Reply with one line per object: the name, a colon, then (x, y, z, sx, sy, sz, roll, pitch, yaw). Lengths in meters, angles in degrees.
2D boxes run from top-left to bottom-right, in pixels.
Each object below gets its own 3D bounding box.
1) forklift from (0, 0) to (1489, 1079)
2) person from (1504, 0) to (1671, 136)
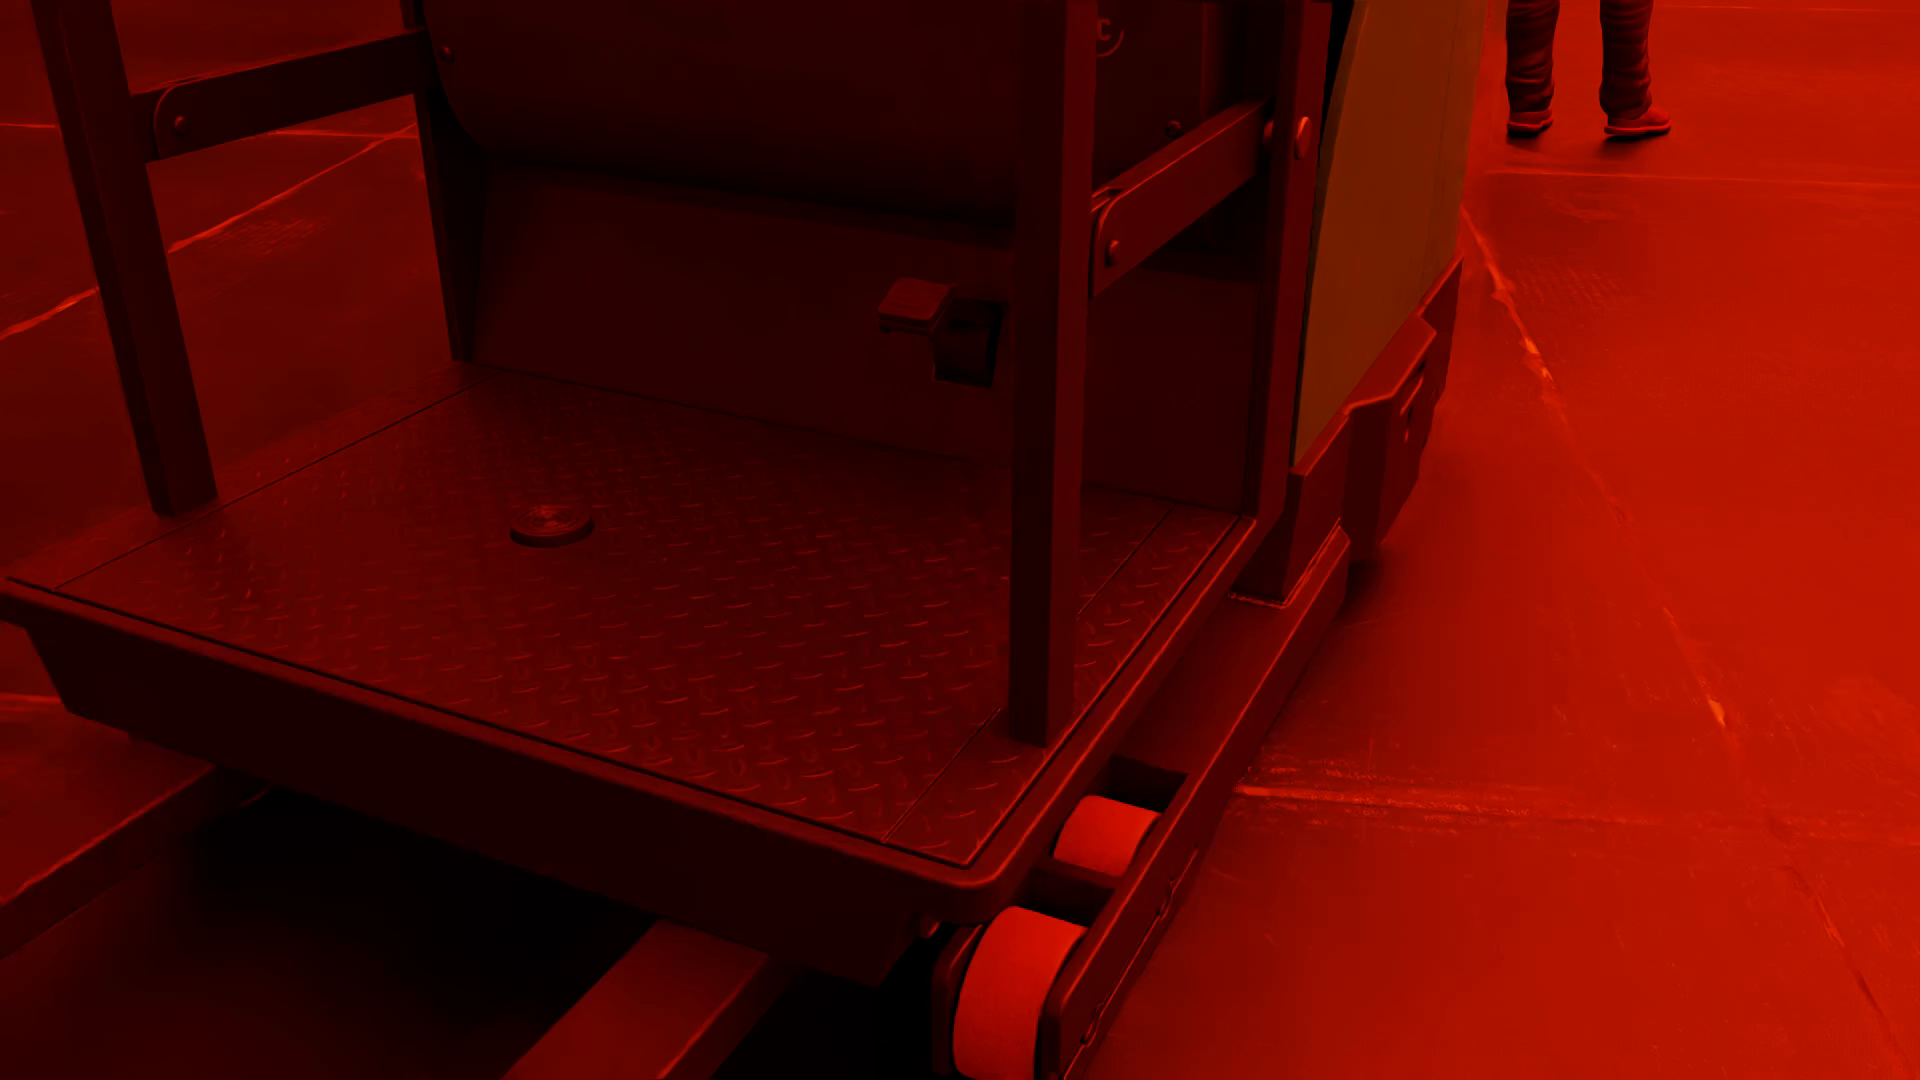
forklift: (-0.263, -1.036, 1.293, 1.130, 2.935, 3.031, 12, 29, 23)
person: (1.751, -1.957, 4.562, 0.598, 1.650, 0.502, 17, 31, 30)
